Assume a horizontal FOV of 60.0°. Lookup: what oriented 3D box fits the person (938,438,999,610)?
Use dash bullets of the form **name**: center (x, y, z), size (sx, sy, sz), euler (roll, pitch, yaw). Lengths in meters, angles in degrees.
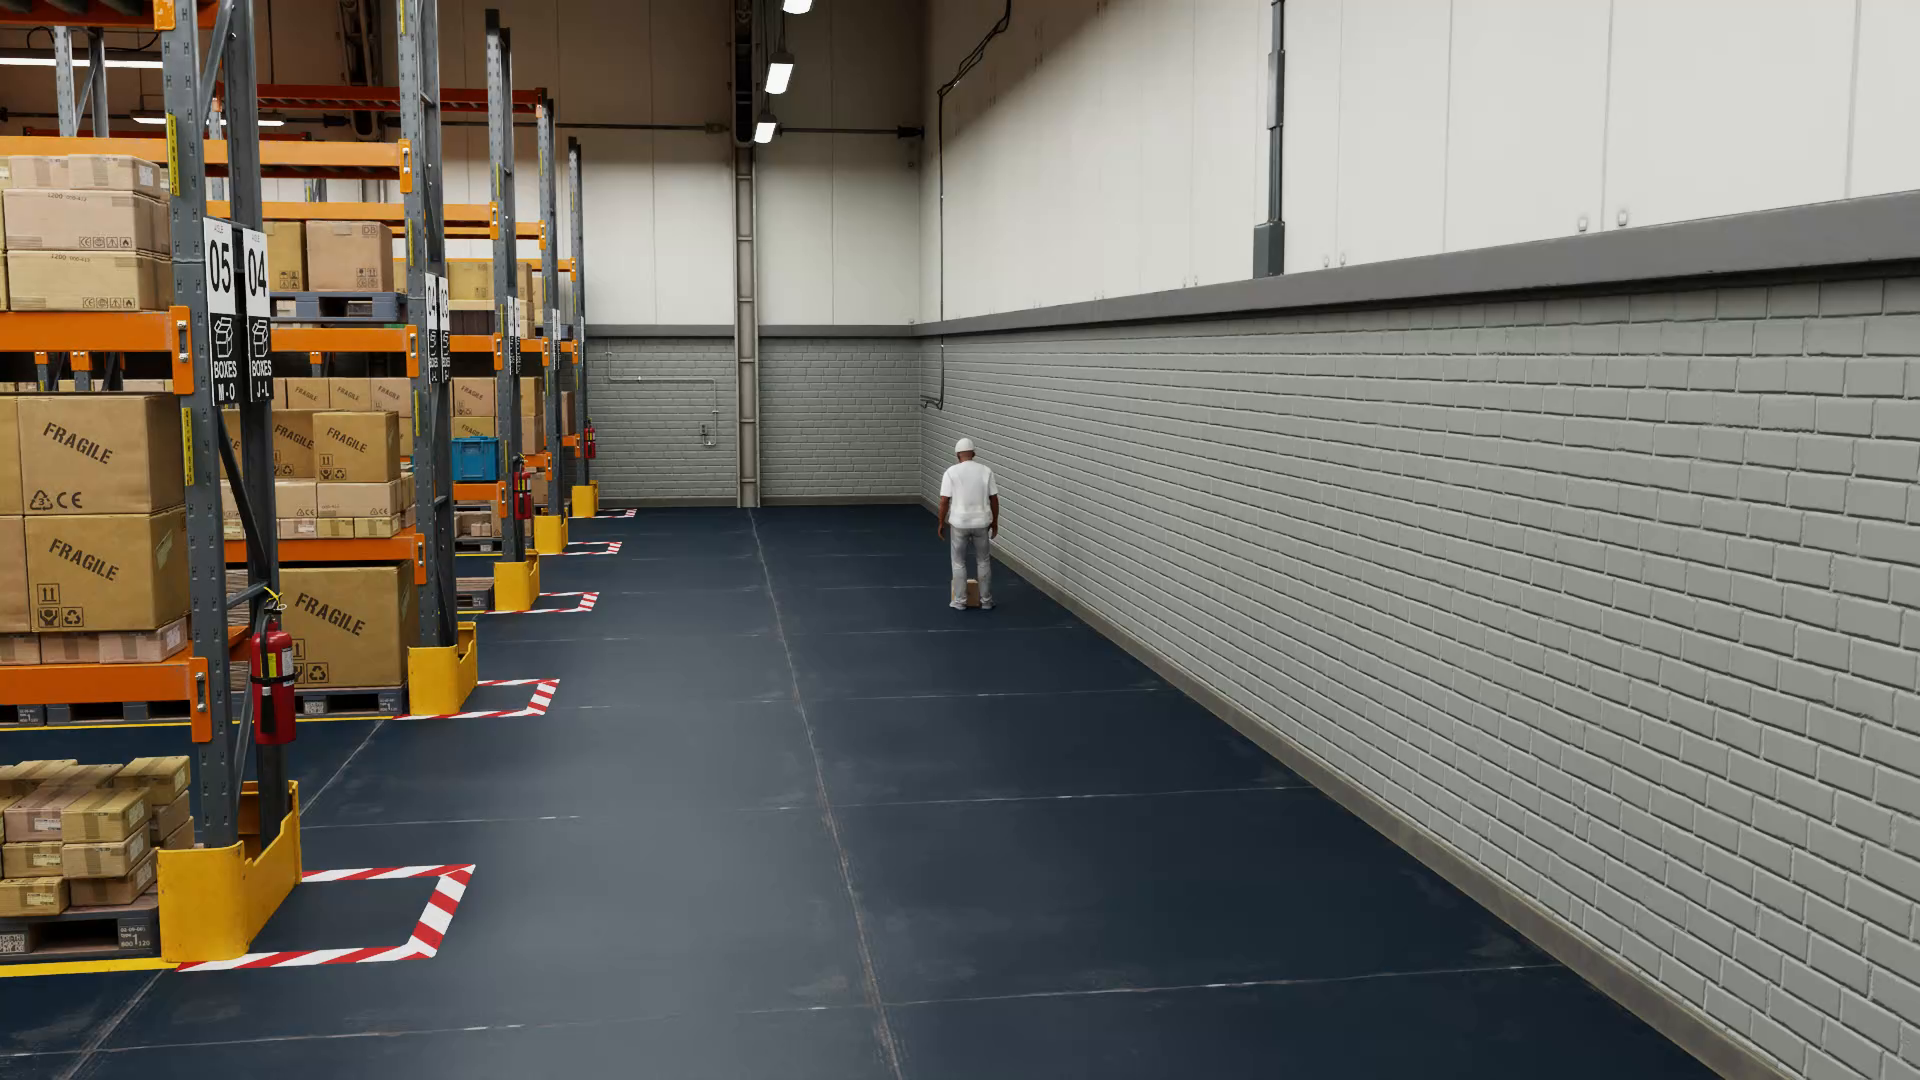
- **person**: center (0.088, -0.168, 17.122), size (0.636, 1.761, 0.454), euler (-1, 7, -12)
